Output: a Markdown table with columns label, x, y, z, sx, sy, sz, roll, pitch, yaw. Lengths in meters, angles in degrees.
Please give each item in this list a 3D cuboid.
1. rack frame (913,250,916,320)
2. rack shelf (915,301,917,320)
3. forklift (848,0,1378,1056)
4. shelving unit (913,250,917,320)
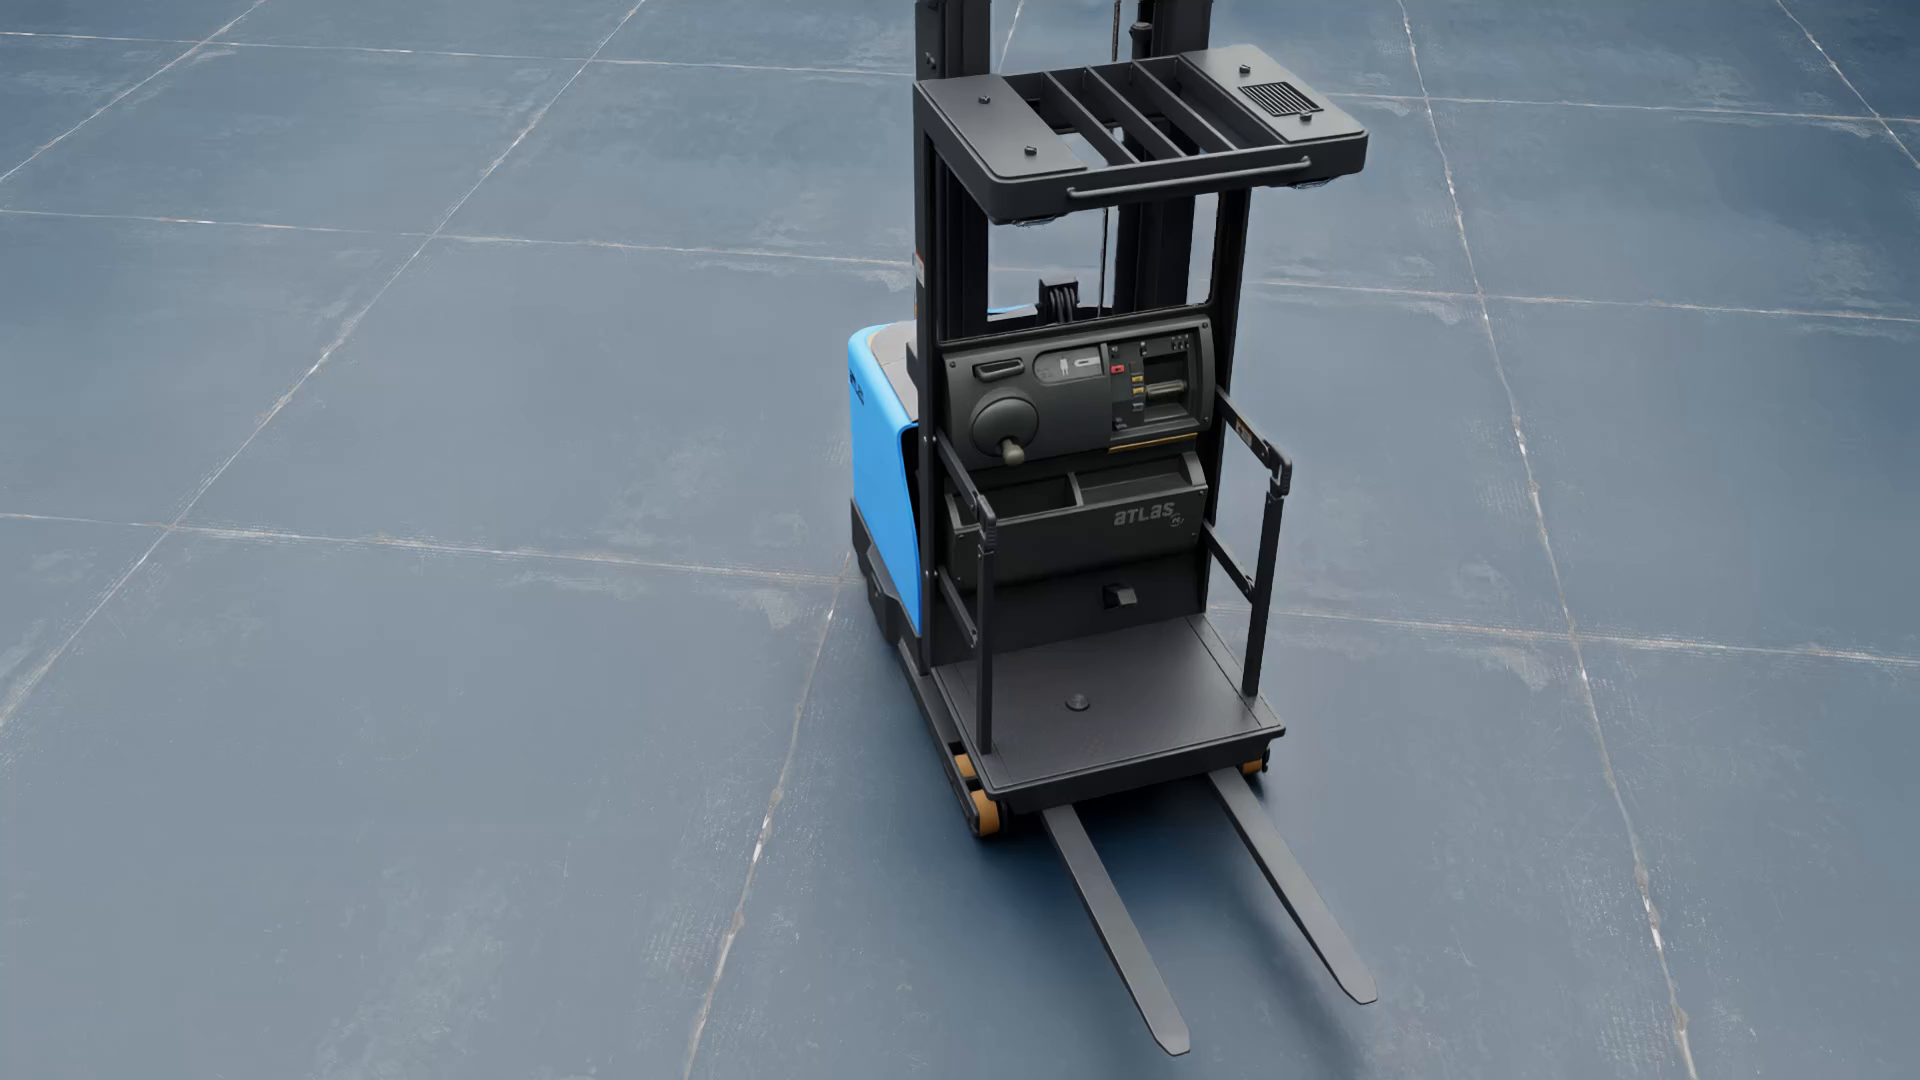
| label | x | y | z | sx | sy | sz | roll | pitch | yaw |
| --- | --- | --- | --- | --- | --- | --- | --- | --- | --- |
| rack frame | -0.188 | -0.637 | 7.109 | 0.006 | 1.200 | 0.240 | -1 | 36 | -2 |
| rack shelf | -0.096 | -0.896 | 6.929 | 0.180 | 0.103 | 0.258 | -1 | 36 | -2 |
| forklift | 0.470 | -0.423 | 5.320 | 1.130 | 2.935 | 3.031 | -10 | 37 | -14 |
| shelving unit | -0.096 | -0.639 | 7.112 | 0.189 | 1.200 | 0.258 | -1 | 36 | -2 |
